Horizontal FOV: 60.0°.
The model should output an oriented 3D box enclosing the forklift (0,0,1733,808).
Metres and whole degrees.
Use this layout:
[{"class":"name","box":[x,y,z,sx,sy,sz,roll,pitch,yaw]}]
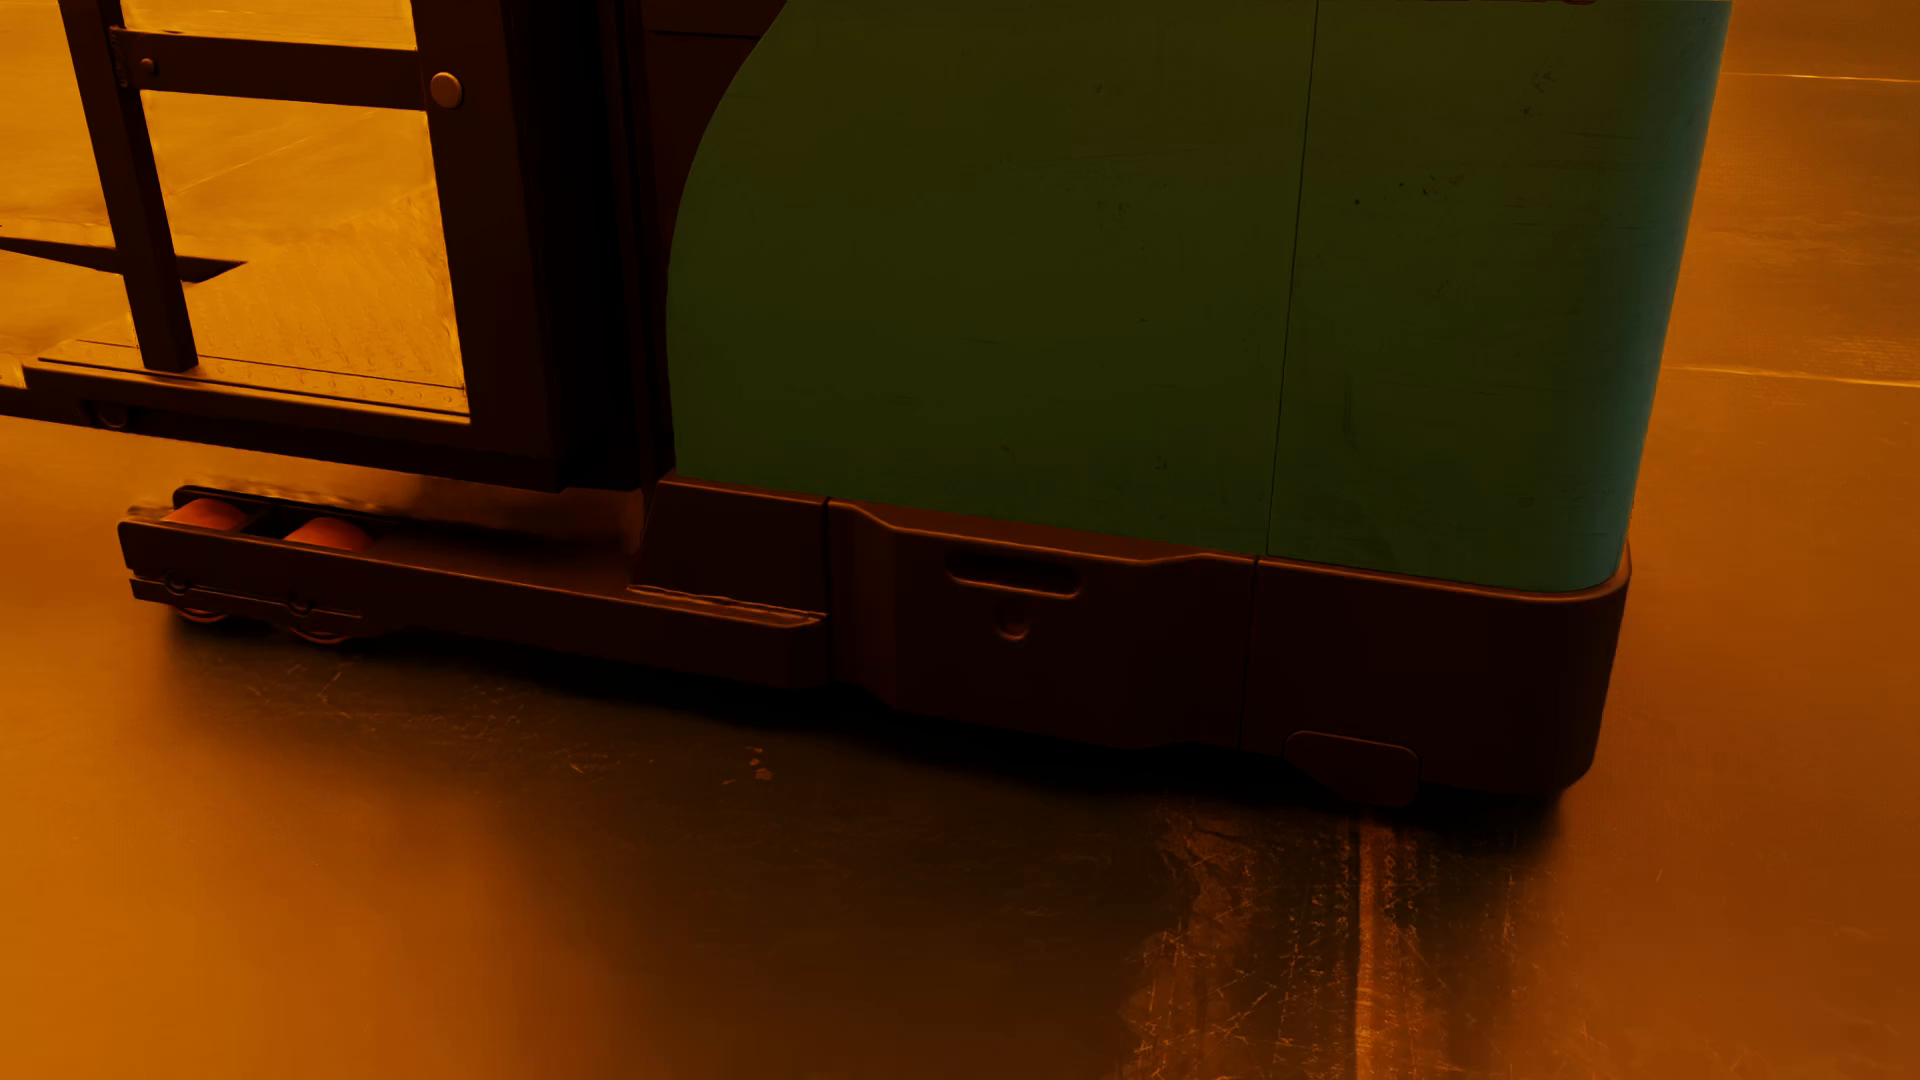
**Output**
[{"class":"forklift","box":[-0.613,-1.386,1.993,3.031,2.935,1.130,8,28,15]}]
